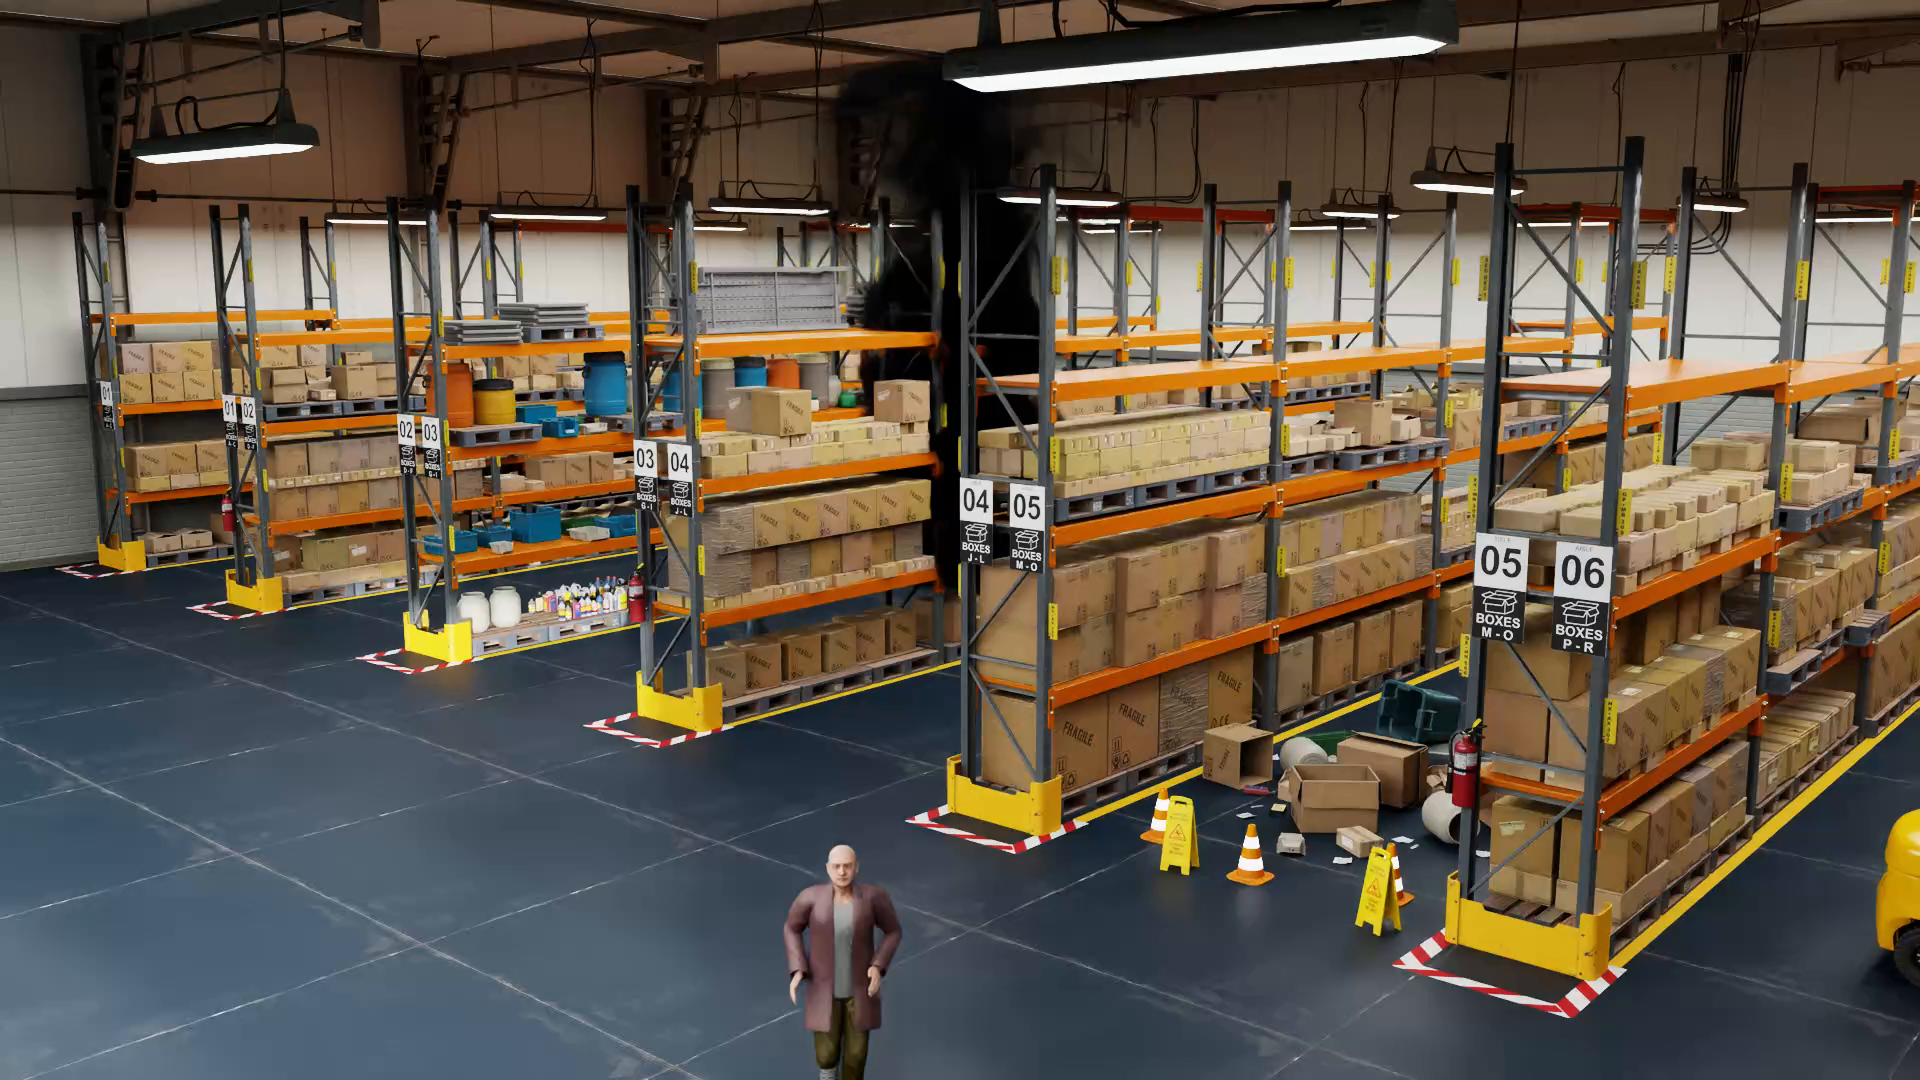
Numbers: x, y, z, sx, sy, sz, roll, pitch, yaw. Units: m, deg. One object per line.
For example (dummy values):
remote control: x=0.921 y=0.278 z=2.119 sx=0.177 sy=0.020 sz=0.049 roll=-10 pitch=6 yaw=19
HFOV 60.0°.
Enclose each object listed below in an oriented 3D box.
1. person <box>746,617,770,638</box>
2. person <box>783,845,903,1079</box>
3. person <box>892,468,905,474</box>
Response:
person: x=-2.703 y=0.665 z=21.703 sx=0.683 sy=1.808 sz=0.844 roll=6 pitch=11 yaw=31
person: x=-0.704 y=2.673 z=10.041 sx=0.724 sy=1.727 sz=0.643 roll=-1 pitch=10 yaw=-5
person: x=-1.270 y=-1.096 z=32.778 sx=0.537 sy=1.659 sz=0.670 roll=5 pitch=11 yaw=28
